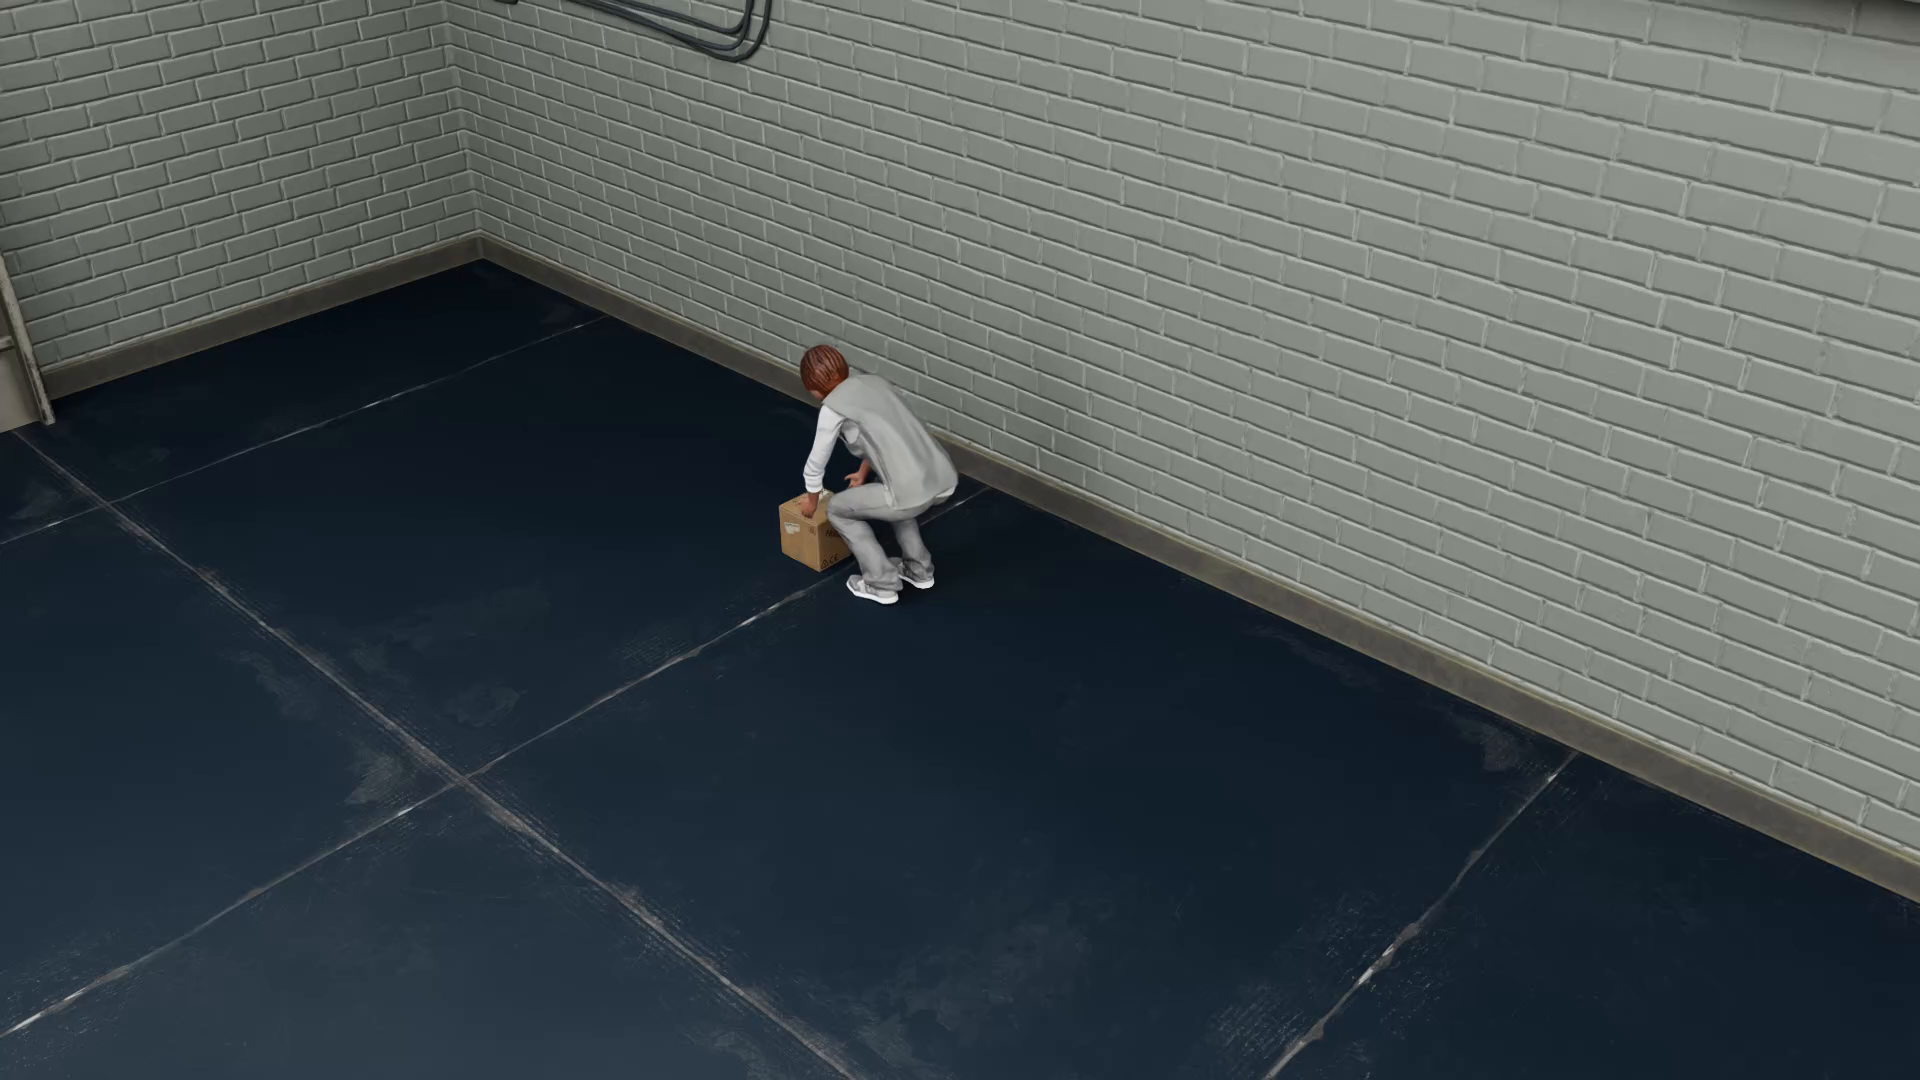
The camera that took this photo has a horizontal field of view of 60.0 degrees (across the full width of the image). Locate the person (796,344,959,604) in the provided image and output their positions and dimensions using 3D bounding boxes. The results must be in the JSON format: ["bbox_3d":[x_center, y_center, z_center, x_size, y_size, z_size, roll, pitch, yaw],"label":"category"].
[{"bbox_3d":[-0.365,-0.254,7.054,0.754,1.075,0.461,25,40,35],"label":"person"}]
